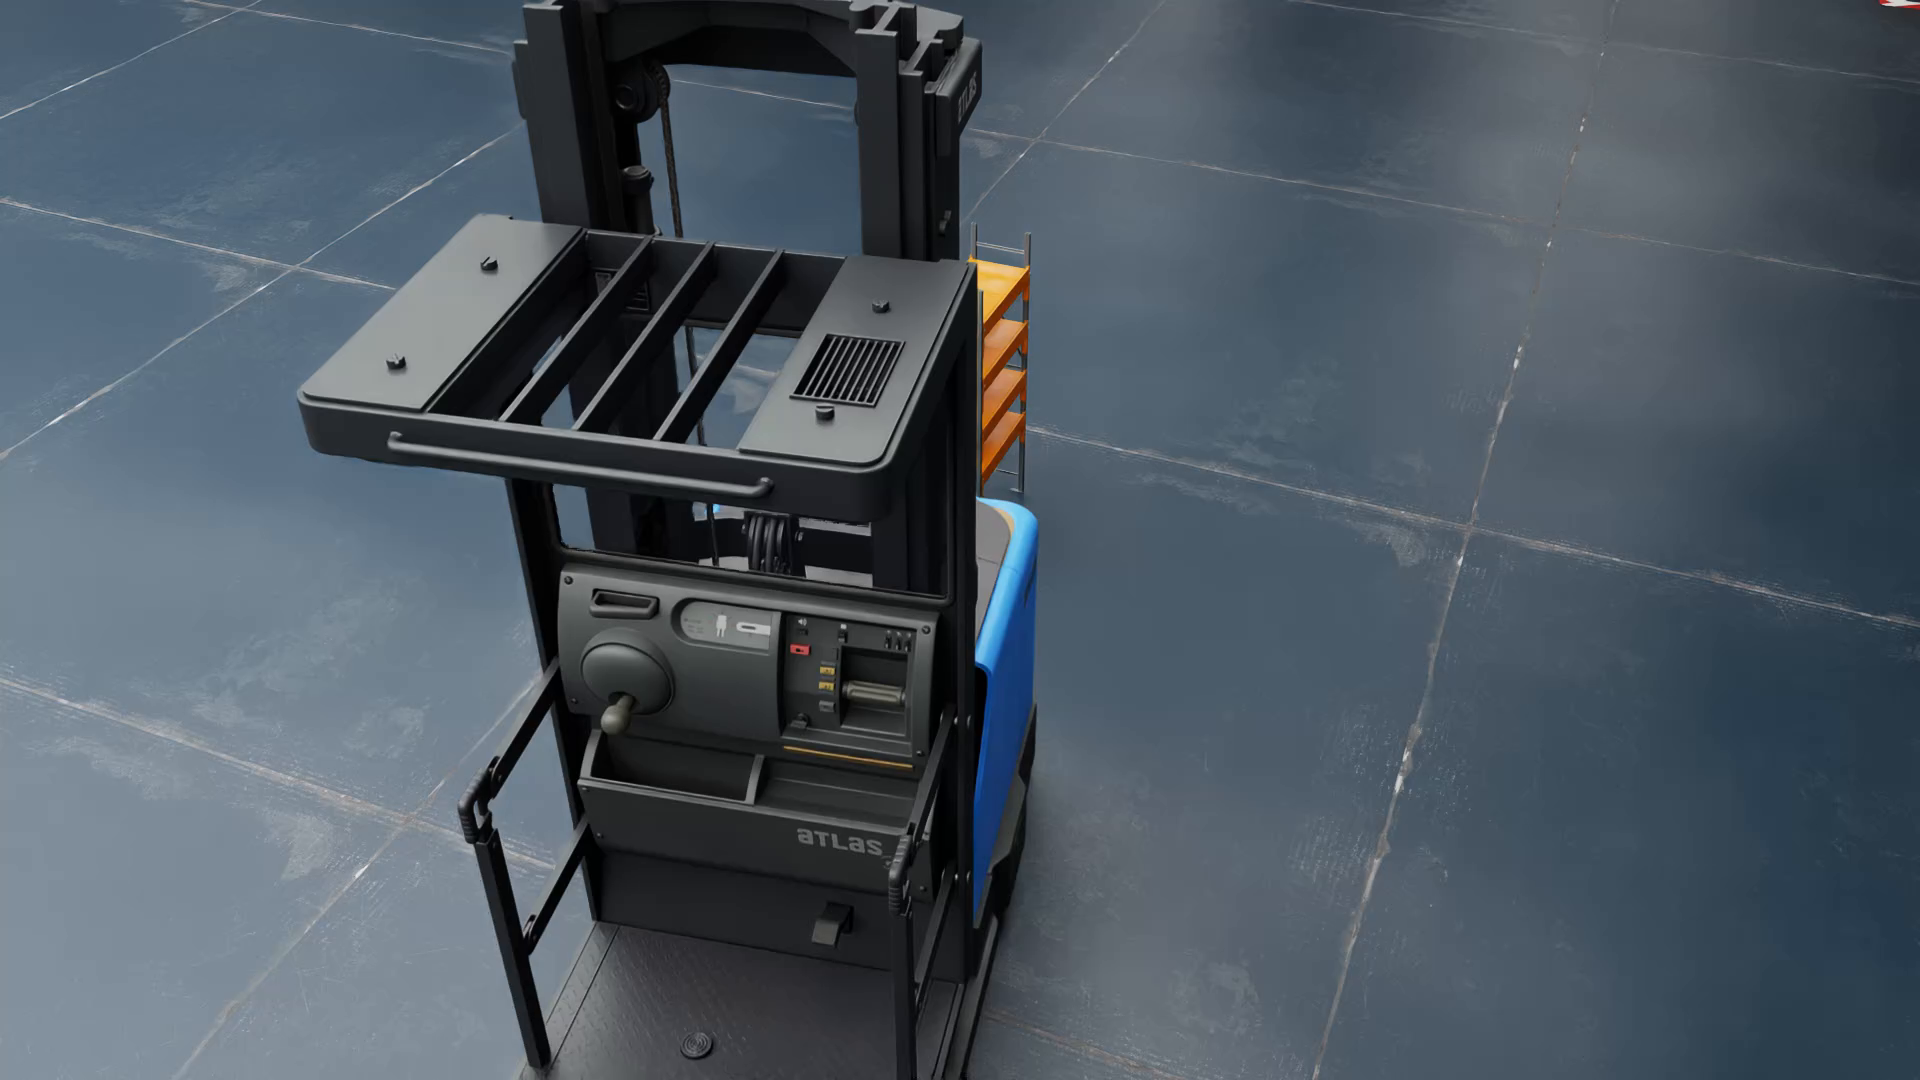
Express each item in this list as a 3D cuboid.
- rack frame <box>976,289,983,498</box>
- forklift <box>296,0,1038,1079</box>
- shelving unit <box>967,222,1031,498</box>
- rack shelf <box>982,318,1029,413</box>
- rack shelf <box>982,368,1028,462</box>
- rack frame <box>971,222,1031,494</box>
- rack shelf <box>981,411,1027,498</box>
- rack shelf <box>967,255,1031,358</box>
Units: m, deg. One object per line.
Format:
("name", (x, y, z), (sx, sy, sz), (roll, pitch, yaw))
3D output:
("rack frame", (-0.030, -0.437, 6.333), (0.240, 1.200, 0.015), (14, 39, 18))
("forklift", (-0.557, 0.375, 3.800), (1.130, 2.935, 3.031), (7, 37, 10))
("shelving unit", (0.063, -0.572, 6.513), (0.258, 1.200, 0.503), (14, 39, 18))
("rack shelf", (0.063, -0.698, 6.420), (0.258, 0.148, 0.480), (14, 39, 18))
("rack shelf", (0.063, -0.518, 6.554), (0.258, 0.148, 0.480), (14, 39, 18))
("rack frame", (0.156, -0.707, 6.694), (0.240, 1.200, 0.015), (14, 39, 18))
("rack shelf", (0.063, -0.359, 6.673), (0.258, 0.148, 0.480), (14, 39, 18))
("rack shelf", (0.063, -0.887, 6.278), (0.258, 0.148, 0.480), (14, 39, 18))
